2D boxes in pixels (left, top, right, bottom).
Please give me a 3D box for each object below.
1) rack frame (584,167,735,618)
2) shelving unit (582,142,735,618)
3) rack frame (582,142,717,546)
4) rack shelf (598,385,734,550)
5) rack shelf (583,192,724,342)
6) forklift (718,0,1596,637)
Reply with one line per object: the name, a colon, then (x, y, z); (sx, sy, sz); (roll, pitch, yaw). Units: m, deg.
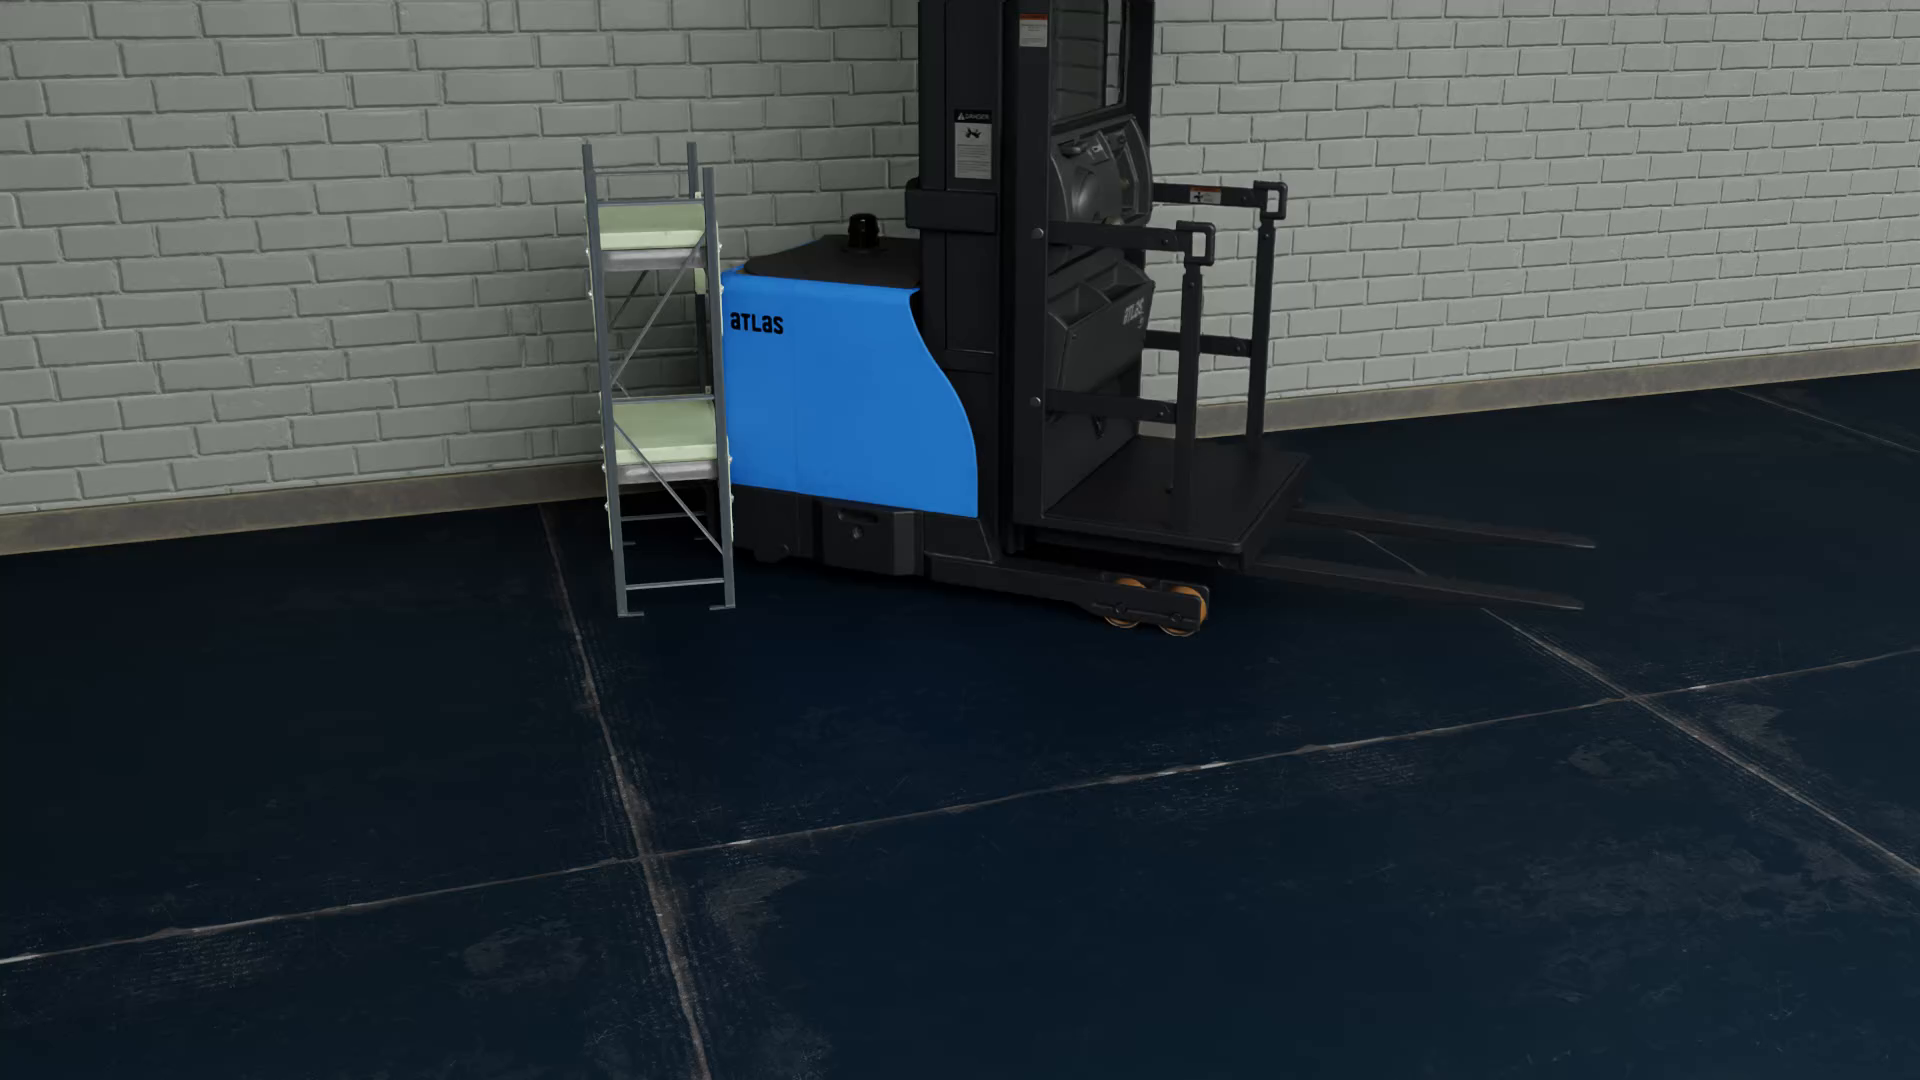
rack frame: (-0.976, -0.459, 5.475); (0.400, 1.500, 0.023); (-4, 20, -12)
shelving unit: (-1.056, -0.579, 5.811); (0.431, 1.500, 0.755); (-4, 20, -12)
rack frame: (-1.136, -0.700, 6.147); (0.400, 1.500, 0.023); (-4, 20, -12)
rack shelf: (-1.056, -0.273, 5.921); (0.431, 0.370, 0.720); (-4, 20, -12)
rack shelf: (-1.056, -0.947, 5.679); (0.431, 0.370, 0.720); (-4, 20, -12)
forklift: (0.673, -1.260, 5.590); (3.031, 2.935, 1.130); (8, 21, 22)
